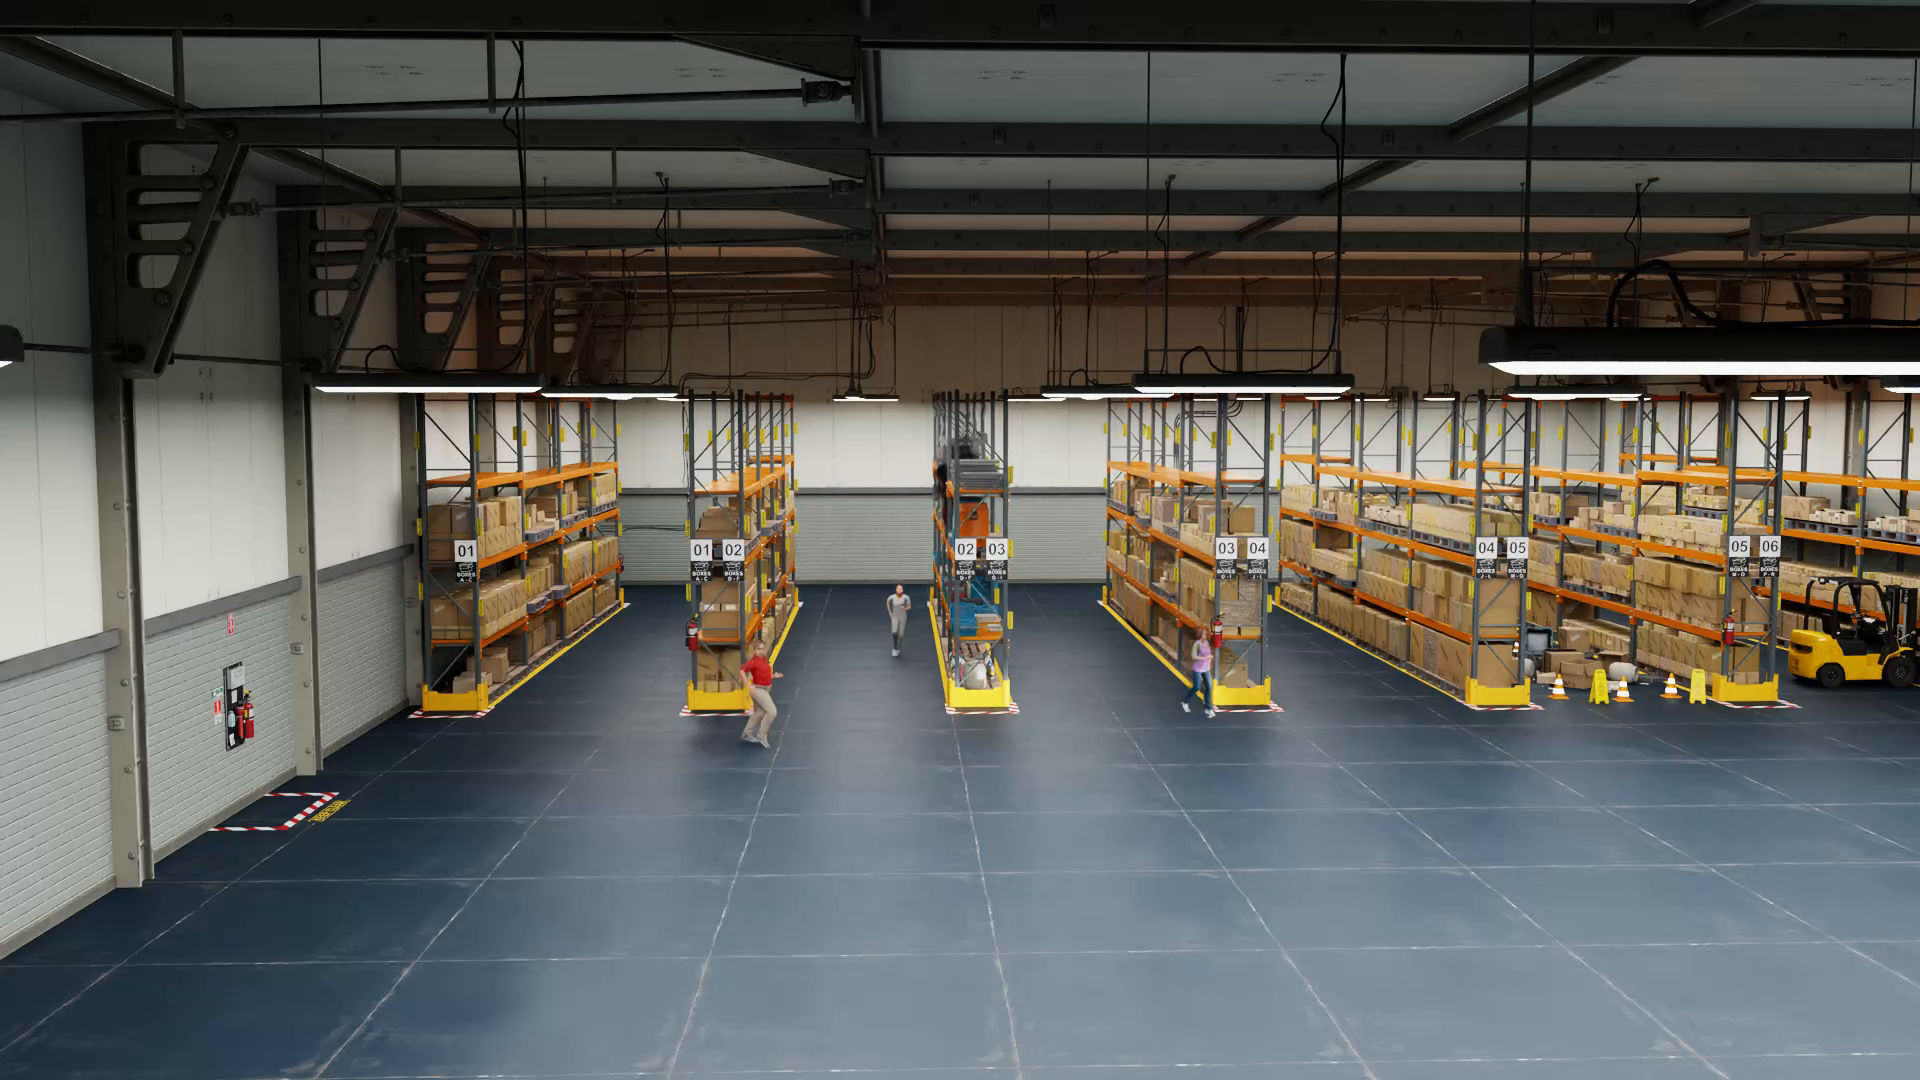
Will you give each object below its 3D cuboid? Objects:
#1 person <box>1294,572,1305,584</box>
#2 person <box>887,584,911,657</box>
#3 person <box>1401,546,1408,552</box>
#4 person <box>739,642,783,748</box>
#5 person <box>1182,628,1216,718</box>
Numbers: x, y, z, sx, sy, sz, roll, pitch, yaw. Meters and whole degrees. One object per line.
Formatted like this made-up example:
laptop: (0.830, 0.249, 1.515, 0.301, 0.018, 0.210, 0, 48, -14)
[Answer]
person: (10.019, 0.842, 49.011, 0.836, 1.784, 0.726, -1, 5, -16)
person: (-1.385, 1.813, 37.802, 0.553, 1.658, 0.726, 0, 5, -5)
person: (13.227, 0.811, 49.262, 0.883, 1.801, 0.696, 0, 5, 4)
person: (-3.324, 2.604, 27.878, 0.734, 1.781, 0.633, 1, 5, 8)
person: (4.400, 2.423, 30.560, 0.573, 1.631, 0.764, -4, 6, -39)
